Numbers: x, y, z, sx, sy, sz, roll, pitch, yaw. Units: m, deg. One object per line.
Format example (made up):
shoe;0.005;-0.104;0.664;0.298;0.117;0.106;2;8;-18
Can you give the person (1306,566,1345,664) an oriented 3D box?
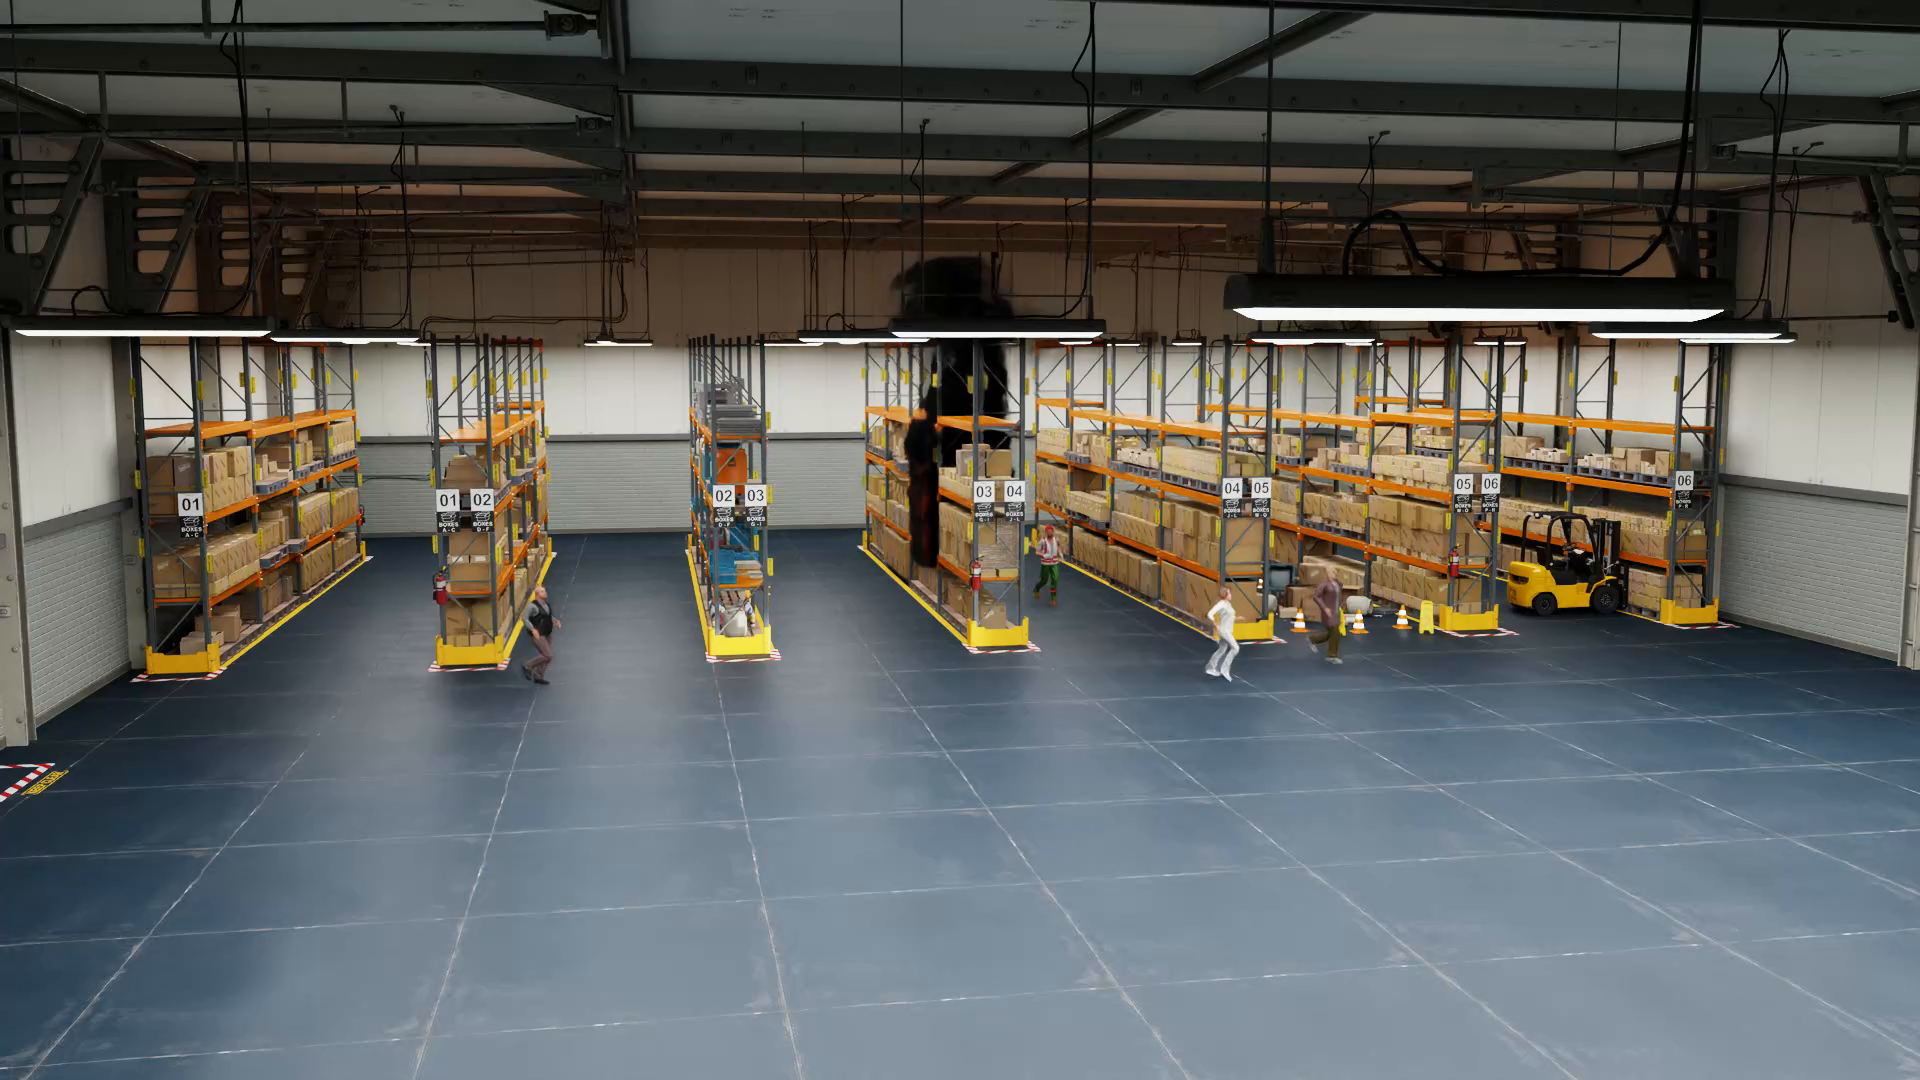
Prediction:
person;6.723;1.360;30.570;0.828;1.790;0.712;6;9;44

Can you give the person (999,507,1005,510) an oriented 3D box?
person;1.130;-0.526;47.232;0.746;1.720;0.720;0;7;3

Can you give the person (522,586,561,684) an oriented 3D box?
person;-7.158;1.631;28.505;0.610;1.694;0.652;2;7;19

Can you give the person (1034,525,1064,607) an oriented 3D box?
person;1.995;0.556;37.383;0.669;1.794;0.991;-2;7;-17

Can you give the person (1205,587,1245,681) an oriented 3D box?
person;4.599;1.639;28.868;0.682;1.593;0.503;2;7;20
